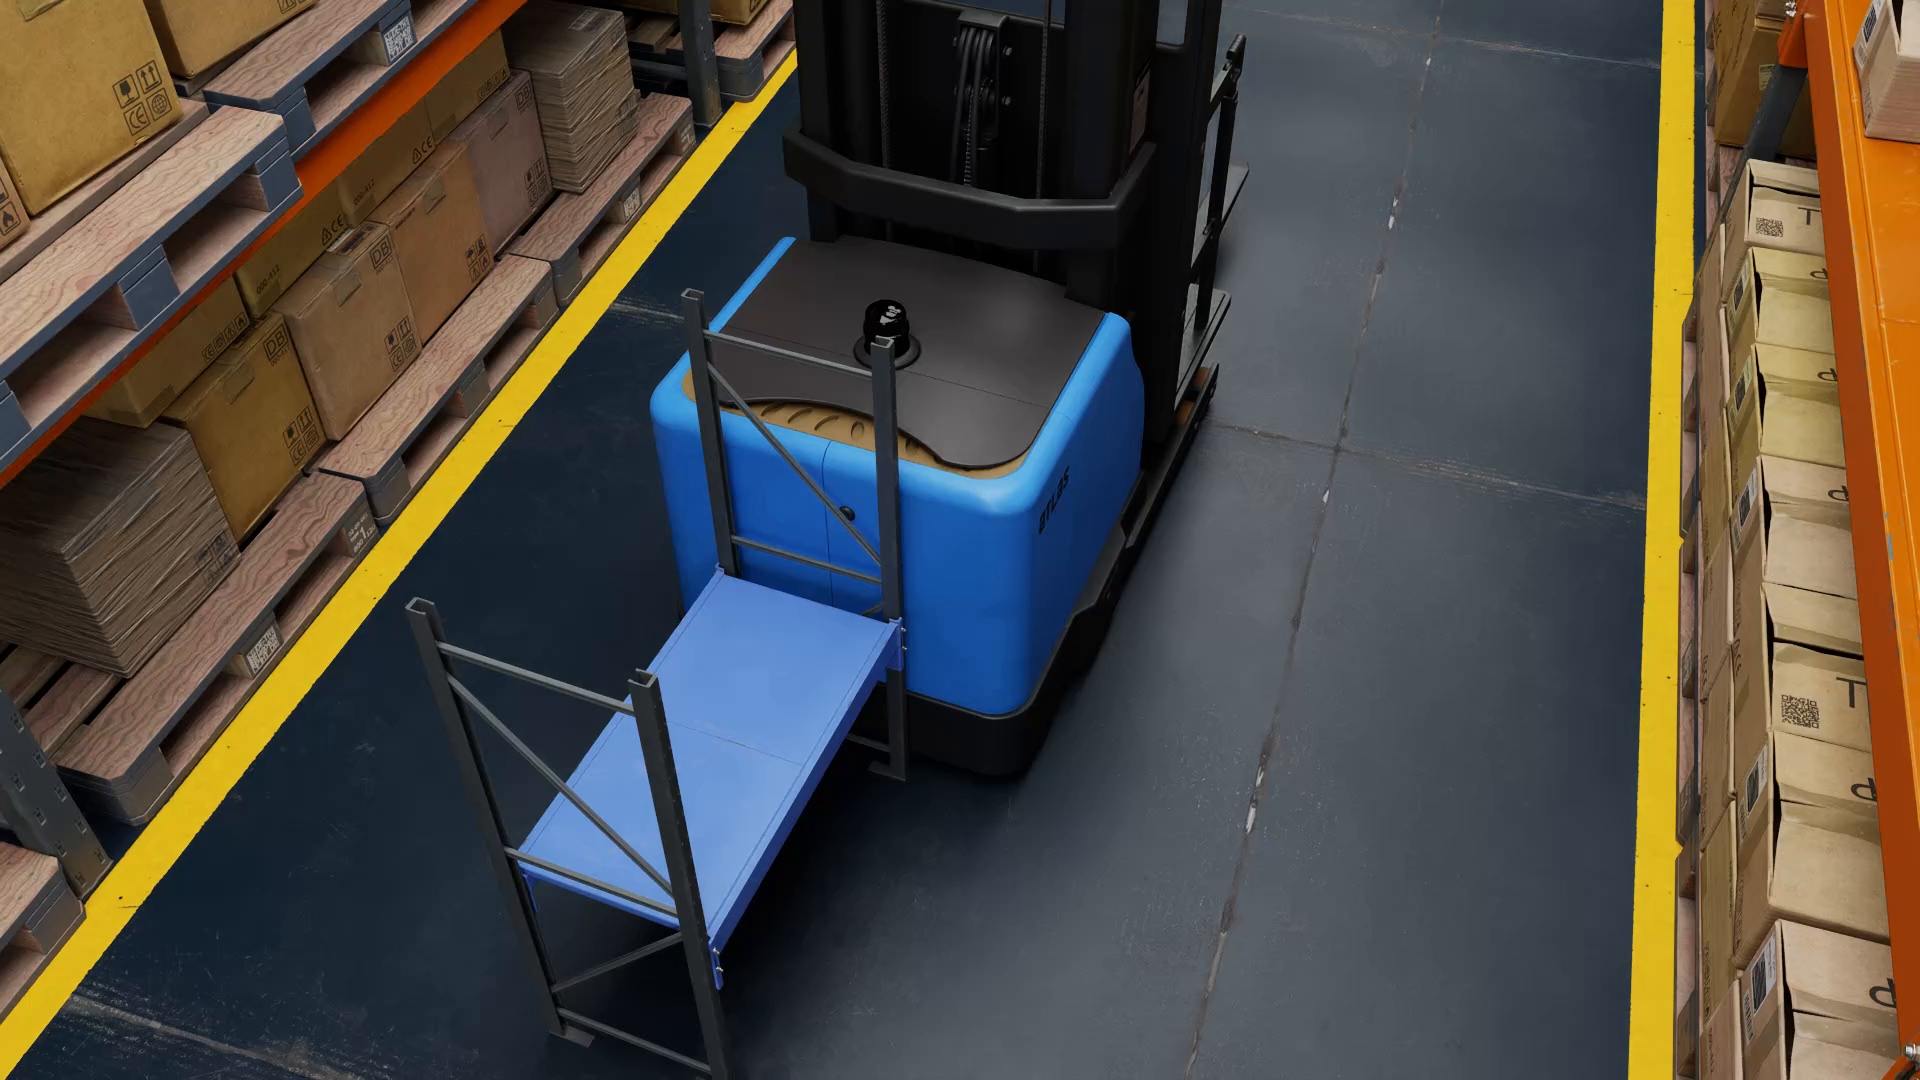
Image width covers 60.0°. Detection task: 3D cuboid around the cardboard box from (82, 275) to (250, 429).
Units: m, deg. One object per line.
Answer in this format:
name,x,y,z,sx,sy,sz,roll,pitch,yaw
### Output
cardboard box,-2.382,-0.603,4.658,0.500,0.250,0.500,12,46,12

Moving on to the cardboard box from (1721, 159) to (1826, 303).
cardboard box,2.776,-0.983,5.375,0.500,0.311,0.500,14,46,14

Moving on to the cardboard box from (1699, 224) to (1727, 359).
cardboard box,2.776,-0.783,5.571,0.500,0.250,0.500,12,46,12

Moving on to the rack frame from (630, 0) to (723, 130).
rack frame,-1.508,-2.949,6.119,1.000,3.000,0.127,13,46,13

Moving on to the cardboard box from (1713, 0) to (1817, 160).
cardboard box,3.274,-1.839,6.458,0.500,0.500,0.500,14,46,14

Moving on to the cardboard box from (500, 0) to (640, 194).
cardboard box,-1.676,-1.722,6.338,0.700,0.500,0.500,13,46,13

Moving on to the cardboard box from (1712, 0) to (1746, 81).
cardboard box,3.431,-2.184,6.810,0.500,0.500,0.500,11,45,11

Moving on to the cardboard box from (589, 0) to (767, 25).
cardboard box,-1.160,-2.793,7.197,0.750,0.750,0.750,12,46,12

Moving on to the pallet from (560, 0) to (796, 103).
pallet,-1.197,-2.462,7.615,1.003,0.211,1.213,13,46,13

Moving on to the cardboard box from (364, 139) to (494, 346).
cardboard box,-2.066,-1.066,5.667,0.700,0.500,0.500,12,46,12

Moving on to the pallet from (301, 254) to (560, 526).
pallet,-2.117,-0.621,5.734,1.003,0.211,1.213,13,46,13

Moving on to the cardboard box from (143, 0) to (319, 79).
cardboard box,-2.187,-1.624,4.379,0.700,0.500,0.500,19,47,18

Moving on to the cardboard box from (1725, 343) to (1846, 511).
cardboard box,2.468,-0.292,4.668,0.500,0.311,0.500,11,46,11

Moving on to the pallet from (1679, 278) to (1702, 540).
pallet,2.928,-0.365,5.472,1.003,0.211,1.213,13,46,13

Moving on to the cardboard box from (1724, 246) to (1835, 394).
cardboard box,2.625,-0.631,5.015,0.500,0.311,0.500,11,46,12

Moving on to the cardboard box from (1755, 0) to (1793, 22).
cardboard box,3.287,-2.146,6.235,0.500,0.250,0.500,14,46,14

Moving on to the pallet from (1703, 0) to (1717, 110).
pallet,3.848,-2.206,7.353,1.003,0.211,1.213,13,46,13

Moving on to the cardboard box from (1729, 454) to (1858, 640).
cardboard box,2.313,0.051,4.318,0.500,0.311,0.500,12,46,12

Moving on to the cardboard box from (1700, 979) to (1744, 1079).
cardboard box,1.852,1.259,3.485,0.500,0.250,0.500,12,46,12

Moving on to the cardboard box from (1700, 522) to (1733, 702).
cardboard box,2.317,0.242,4.524,0.500,0.250,0.500,13,46,13

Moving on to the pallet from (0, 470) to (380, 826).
pallet,-2.485,0.194,4.900,1.003,0.211,1.213,13,46,13

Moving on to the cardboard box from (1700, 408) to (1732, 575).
cardboard box,2.473,-0.100,4.873,0.500,0.250,0.500,11,46,11

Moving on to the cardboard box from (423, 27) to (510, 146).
cardboard box,-1.908,-1.623,5.701,0.500,0.250,0.500,13,46,13

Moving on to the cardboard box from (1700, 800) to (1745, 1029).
cardboard box,2.007,0.922,3.829,0.500,0.250,0.500,12,46,12

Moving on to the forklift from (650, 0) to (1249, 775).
forklift,0.235,-1.455,4.642,1.130,2.935,3.031,16,47,16

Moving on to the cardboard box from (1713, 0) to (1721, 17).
cardboard box,3.584,-2.535,7.169,0.500,0.500,0.500,11,45,11

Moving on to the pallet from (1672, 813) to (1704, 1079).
pallet,2.189,1.261,3.810,1.003,0.211,1.213,13,46,13

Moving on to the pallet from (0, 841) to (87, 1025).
pallet,-2.889,1.169,3.905,1.003,0.211,1.213,13,46,13

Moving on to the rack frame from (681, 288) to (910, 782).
rack frame,-0.377,0.055,4.122,0.500,1.500,0.032,16,47,16

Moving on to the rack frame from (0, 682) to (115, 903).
rack frame,-2.719,-0.283,3.394,1.000,3.000,0.127,13,46,13

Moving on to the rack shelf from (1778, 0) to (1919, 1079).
rack shelf,2.609,-0.312,3.939,1.077,0.370,4.000,13,46,13

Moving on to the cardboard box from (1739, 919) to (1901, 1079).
cardboard box,1.853,1.065,3.281,0.500,0.311,0.500,13,46,13

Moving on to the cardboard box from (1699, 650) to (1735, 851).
cardboard box,2.162,0.581,4.177,0.500,0.250,0.500,13,46,13

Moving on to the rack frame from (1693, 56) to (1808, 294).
rack frame,3.215,-1.902,5.049,1.000,3.000,0.127,13,46,13

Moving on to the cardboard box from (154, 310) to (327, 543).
cardboard box,-2.403,-0.396,4.983,0.700,0.500,0.500,12,46,12

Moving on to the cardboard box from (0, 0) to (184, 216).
cardboard box,-2.356,-1.179,3.924,0.700,0.500,0.500,17,47,17

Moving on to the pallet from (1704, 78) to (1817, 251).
pallet,3.477,-1.395,6.525,1.003,0.211,1.213,13,46,13

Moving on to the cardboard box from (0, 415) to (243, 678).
cardboard box,-2.512,-0.041,4.620,0.700,0.500,0.500,14,46,14

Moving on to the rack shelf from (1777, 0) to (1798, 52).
rack shelf,3.820,-2.978,6.663,1.077,0.370,4.000,13,46,13

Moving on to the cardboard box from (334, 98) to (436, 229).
cardboard box,-2.059,-1.279,5.349,0.500,0.250,0.500,12,46,12

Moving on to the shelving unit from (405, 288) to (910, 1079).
shelving unit,-0.568,0.384,3.785,0.538,1.500,1.048,16,47,16

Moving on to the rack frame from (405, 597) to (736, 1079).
rack frame,-0.758,0.714,3.448,0.500,1.500,0.032,16,47,16

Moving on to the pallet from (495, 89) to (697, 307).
pallet,-1.746,-1.432,6.562,1.003,0.211,1.213,13,46,13

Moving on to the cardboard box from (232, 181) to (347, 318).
cardboard box,-2.228,-0.951,5.013,0.500,0.250,0.500,11,46,11

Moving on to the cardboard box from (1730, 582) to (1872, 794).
cardboard box,2.158,0.385,3.976,0.500,0.311,0.500,12,46,12

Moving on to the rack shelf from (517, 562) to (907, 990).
rack shelf,-0.568,0.513,3.911,0.538,0.185,1.000,16,47,16

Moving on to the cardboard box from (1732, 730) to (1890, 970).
cardboard box,2.004,0.717,3.637,0.500,0.311,0.500,14,46,14

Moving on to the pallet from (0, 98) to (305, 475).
pallet,-2.349,-0.693,3.951,1.003,0.211,1.213,13,46,13

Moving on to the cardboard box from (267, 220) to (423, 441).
cardboard box,-2.210,-0.727,5.321,0.700,0.500,0.500,13,46,13

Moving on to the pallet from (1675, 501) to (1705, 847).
pallet,2.557,0.445,4.644,1.003,0.211,1.213,13,46,13

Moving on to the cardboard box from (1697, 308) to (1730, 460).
cardboard box,2.625,-0.448,5.228,0.500,0.250,0.500,11,46,11

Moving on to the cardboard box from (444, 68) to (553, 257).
cardboard box,-1.943,-1.403,6.012,0.700,0.500,0.500,12,46,12

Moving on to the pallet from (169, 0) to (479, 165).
pallet,-2.068,-1.552,4.829,1.003,0.211,1.213,13,46,13

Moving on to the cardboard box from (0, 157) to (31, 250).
cardboard box,-2.532,-0.808,3.545,0.700,0.500,0.500,13,46,13

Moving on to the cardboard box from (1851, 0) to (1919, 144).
cardboard box,2.759,-1.315,4.513,0.500,0.311,0.500,12,46,12
